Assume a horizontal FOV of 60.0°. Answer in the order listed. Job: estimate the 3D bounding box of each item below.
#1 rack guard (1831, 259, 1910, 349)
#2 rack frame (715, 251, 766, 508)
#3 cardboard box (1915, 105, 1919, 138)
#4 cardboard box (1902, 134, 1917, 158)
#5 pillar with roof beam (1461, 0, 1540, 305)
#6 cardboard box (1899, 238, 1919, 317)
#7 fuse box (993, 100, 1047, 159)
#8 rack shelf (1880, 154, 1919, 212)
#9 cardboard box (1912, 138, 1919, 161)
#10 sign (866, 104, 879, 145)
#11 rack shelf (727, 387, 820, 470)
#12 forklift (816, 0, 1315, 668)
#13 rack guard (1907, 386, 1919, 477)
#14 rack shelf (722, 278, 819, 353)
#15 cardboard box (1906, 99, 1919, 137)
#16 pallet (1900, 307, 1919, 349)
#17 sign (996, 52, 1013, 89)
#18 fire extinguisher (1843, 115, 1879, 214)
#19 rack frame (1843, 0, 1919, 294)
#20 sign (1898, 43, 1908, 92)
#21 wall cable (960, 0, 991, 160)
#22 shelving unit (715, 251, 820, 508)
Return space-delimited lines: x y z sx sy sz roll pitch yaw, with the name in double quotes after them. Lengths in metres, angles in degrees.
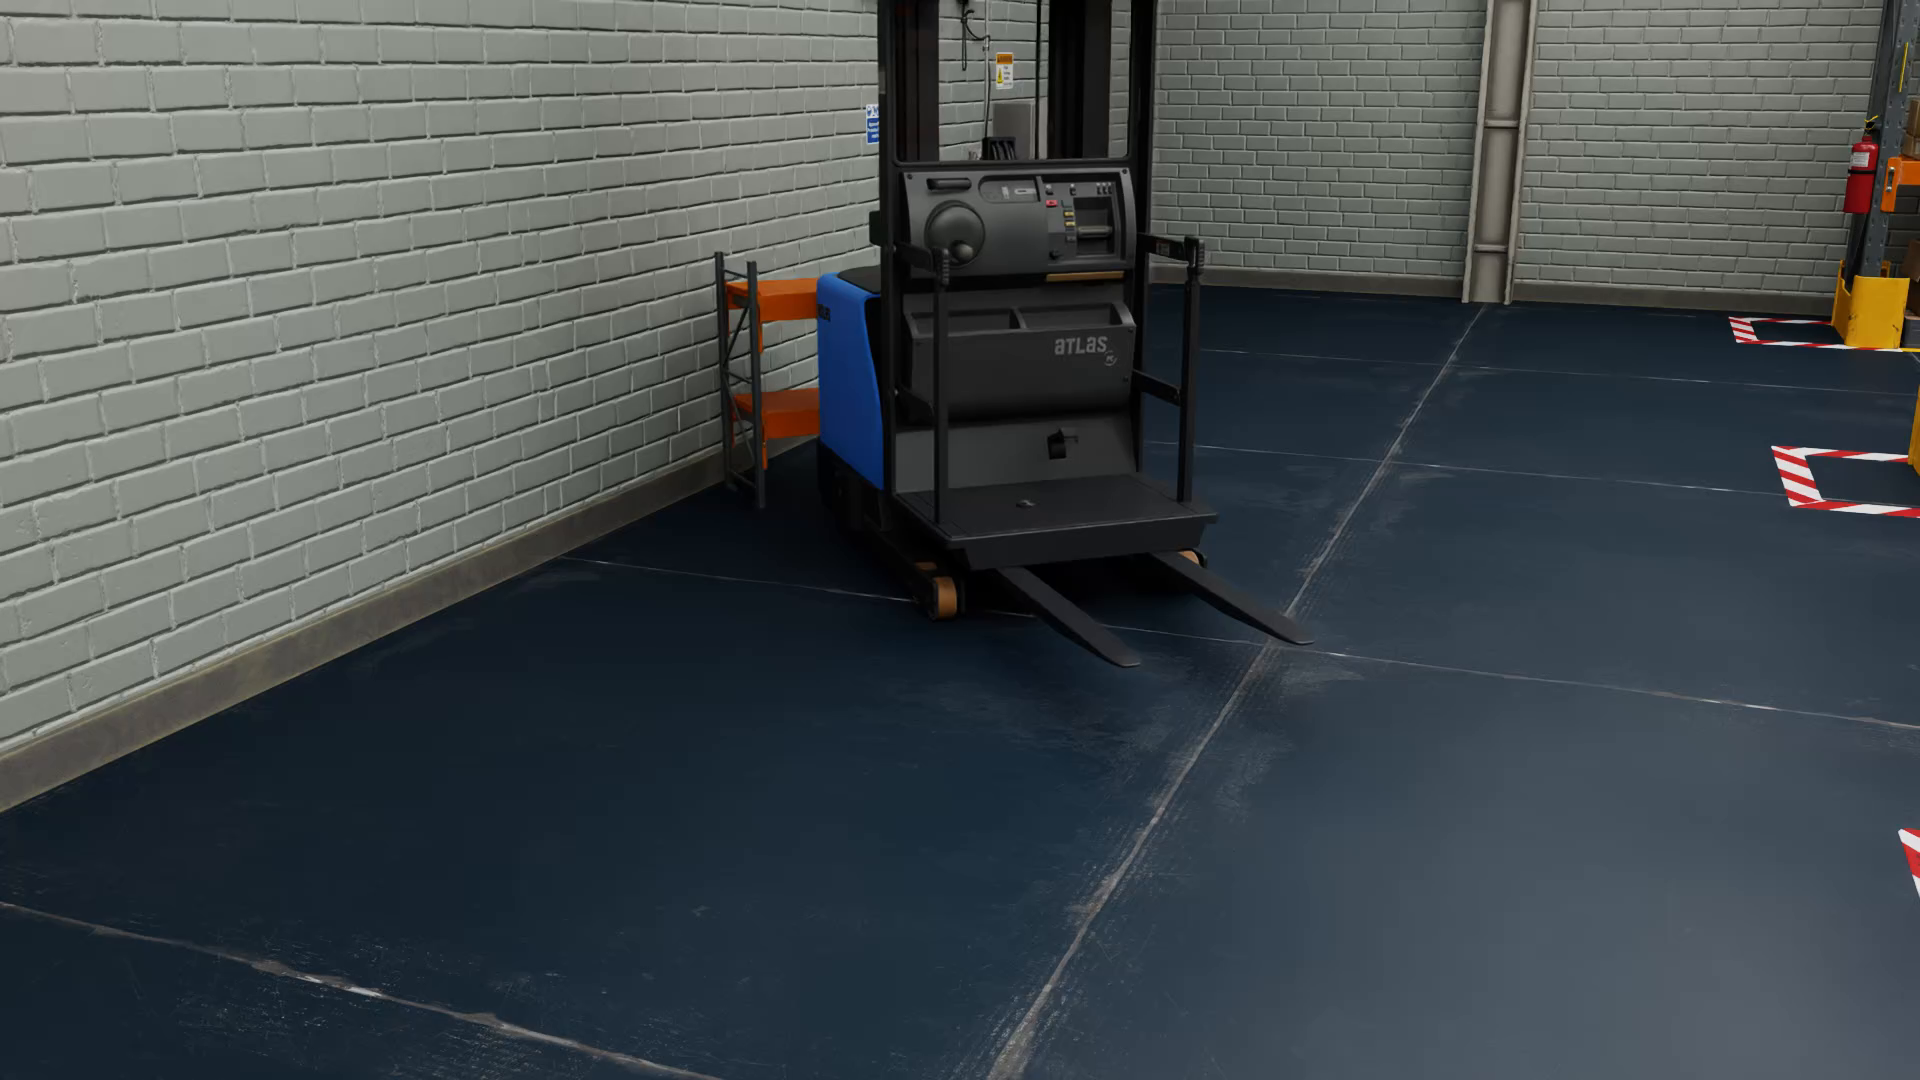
6.751 -1.765 12.357 0.348 0.500 1.175 6 17 21 "rack guard"
-1.024 -0.751 7.733 0.032 1.125 0.500 -8 17 -25 "rack frame"
7.004 -2.928 11.614 0.500 0.250 0.500 6 17 21 "cardboard box"
7.087 -2.888 12.193 0.250 0.149 0.380 6 17 20 "cardboard box"
2.923 -5.247 9.108 0.400 9.000 9.100 6 17 21 "pillar with roof beam"
7.215 -1.889 12.024 0.637 0.503 0.797 6 17 18 "cardboard box"
0.515 -2.167 11.570 0.414 1.711 0.539 6 17 21 "fuse box"
8.541 -2.423 11.430 4.000 0.370 1.077 6 17 21 "rack shelf"
6.886 -2.748 11.709 0.250 0.149 0.380 6 17 20 "cardboard box"
-0.466 -2.380 9.506 0.001 0.218 0.327 6 17 21 "sign"
-0.567 -0.579 8.016 1.000 0.278 0.538 -8 17 -25 "rack shelf"
0.309 -1.238 6.182 1.130 2.935 3.031 -6 17 -19 "forklift"
4.840 -0.487 7.956 0.348 0.500 1.175 6 17 21 "rack guard"
-0.570 -1.096 7.870 1.000 0.278 0.538 -8 17 -25 "rack shelf"
7.206 -3.066 12.089 0.500 0.250 0.500 7 18 22 "cardboard box"
7.493 -1.545 12.117 1.213 0.211 1.003 6 17 21 "pallet"
0.302 -3.190 11.299 0.001 0.242 0.339 6 17 21 "sign"
6.374 -2.652 11.737 0.183 0.674 0.296 6 17 21 "fire extinguisher"
6.681 -2.973 12.035 0.127 3.000 1.000 6 17 21 "rack frame"
6.482 -3.248 11.429 0.005 0.325 0.100 6 17 21 "sign"
0.118 -3.113 10.695 0.122 1.984 0.588 6 17 21 "wall cable"
-0.568 -0.814 7.949 1.048 1.125 0.538 -8 17 -25 "shelving unit"
